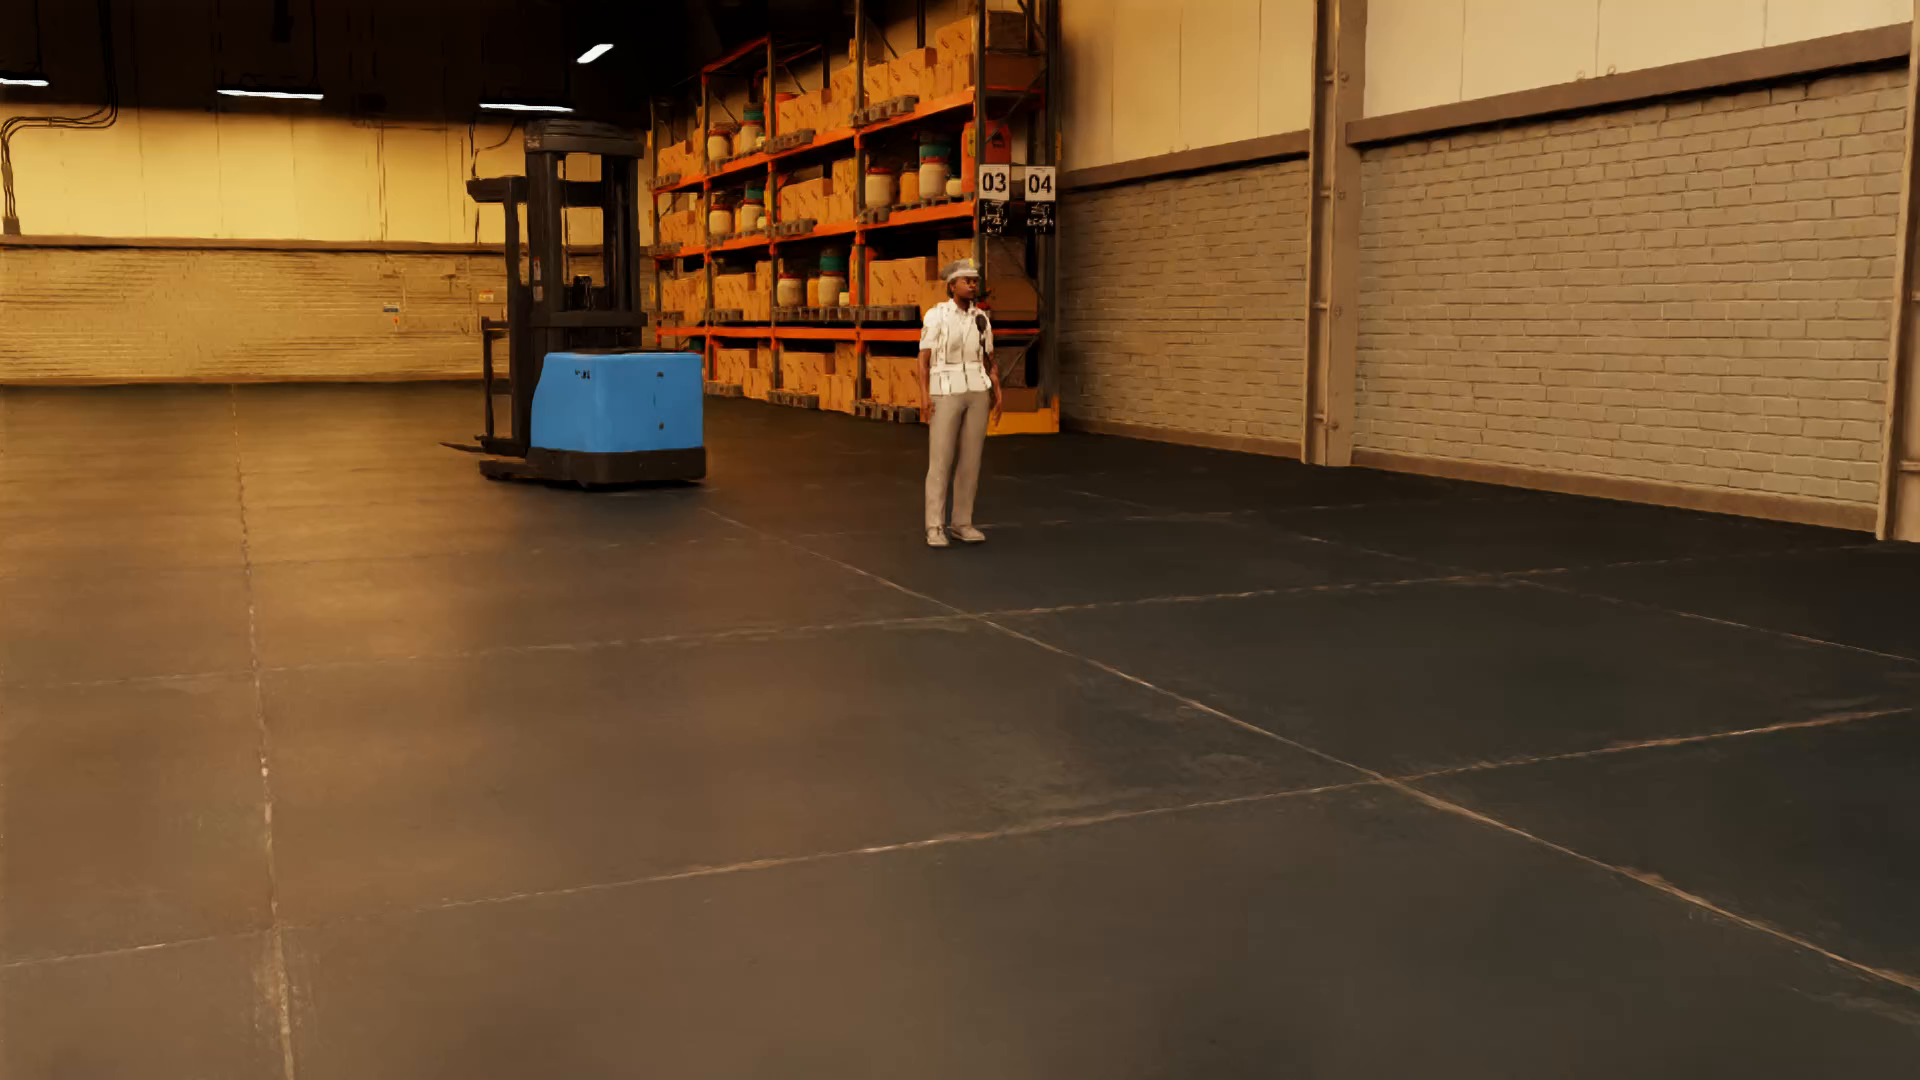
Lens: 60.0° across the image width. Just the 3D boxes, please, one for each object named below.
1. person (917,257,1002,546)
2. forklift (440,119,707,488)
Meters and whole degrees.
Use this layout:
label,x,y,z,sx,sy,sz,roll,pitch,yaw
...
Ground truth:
label,x,y,z,sx,sy,sz,roll,pitch,yaw
person,0.012,-0.837,9.966,0.570,1.693,0.529,-3,8,-23
forklift,-3.454,-2.004,14.140,1.130,2.935,3.031,-7,10,-43
